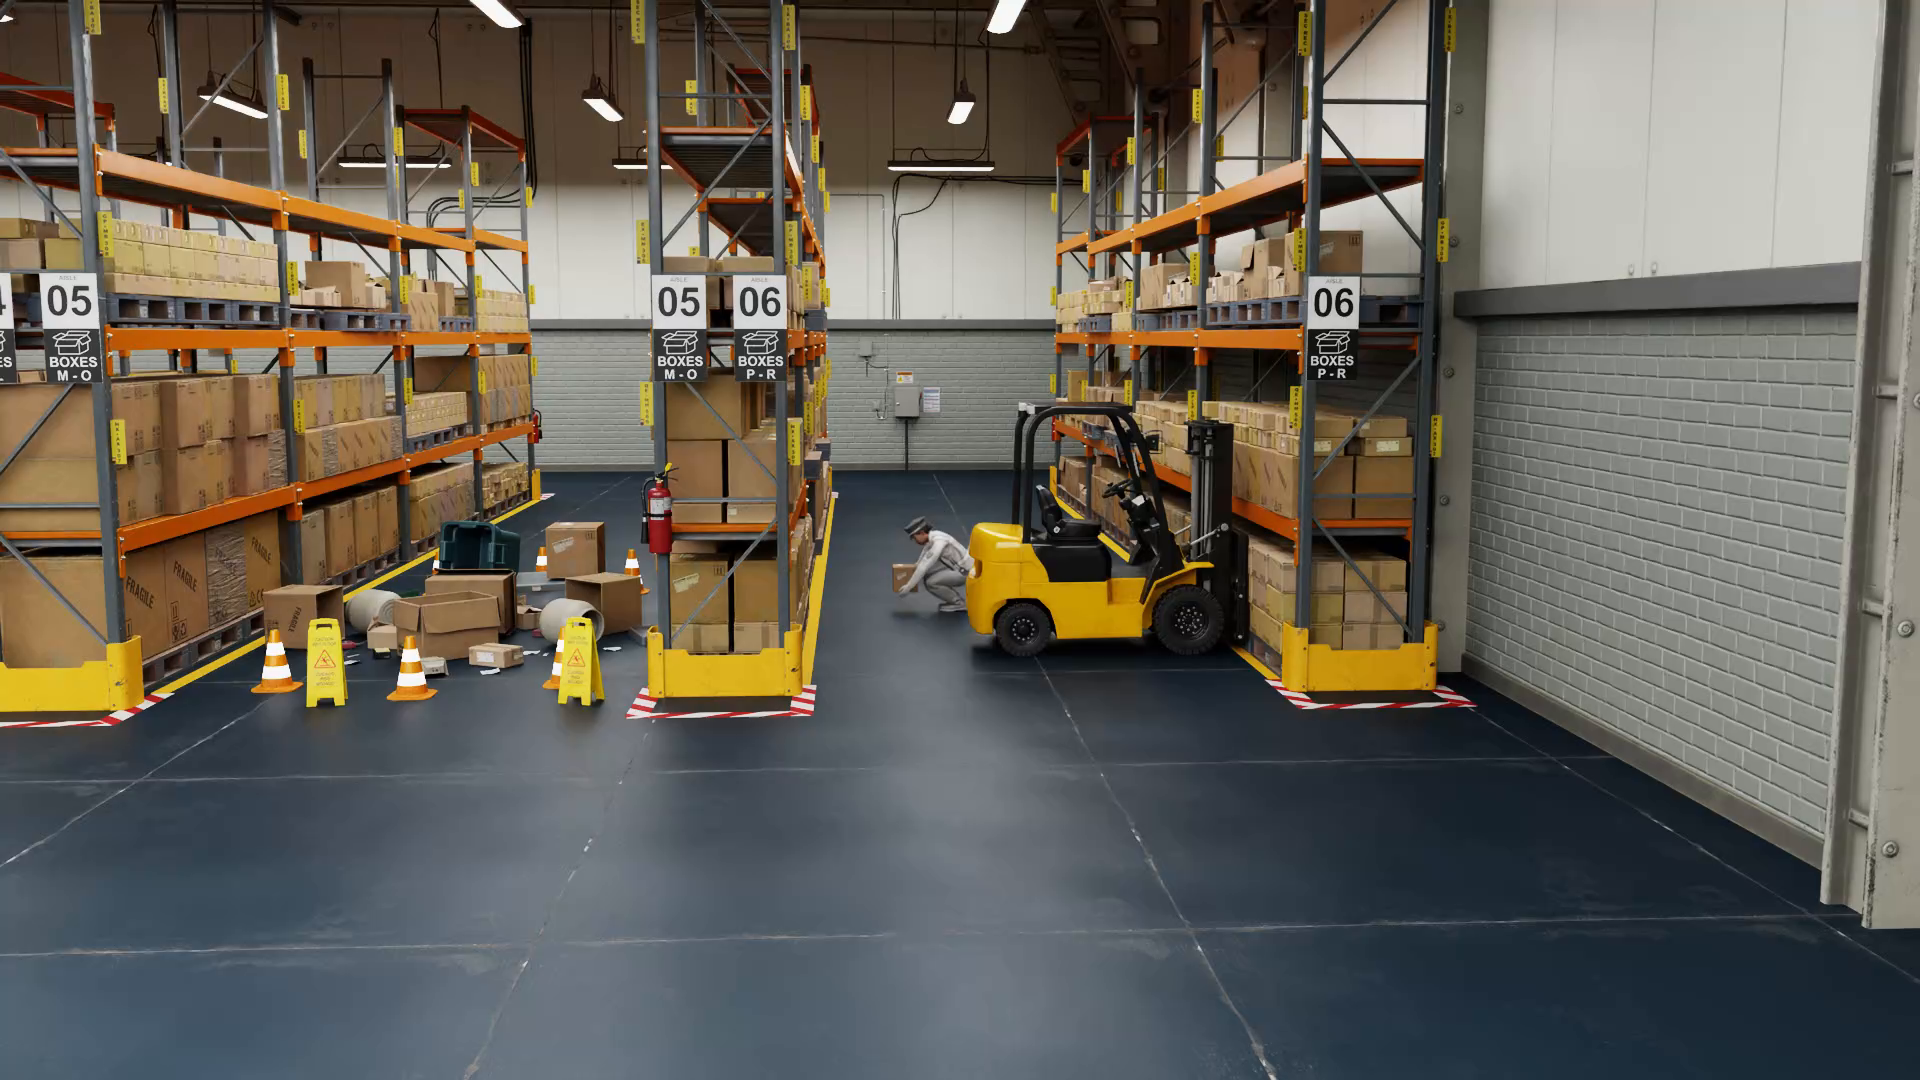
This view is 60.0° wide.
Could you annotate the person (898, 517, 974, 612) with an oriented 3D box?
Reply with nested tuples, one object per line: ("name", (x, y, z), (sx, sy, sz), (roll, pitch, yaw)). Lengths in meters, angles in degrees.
("person", (-0.213, 0.236, 16.770), (0.830, 0.961, 0.495), (0, 7, -4))
